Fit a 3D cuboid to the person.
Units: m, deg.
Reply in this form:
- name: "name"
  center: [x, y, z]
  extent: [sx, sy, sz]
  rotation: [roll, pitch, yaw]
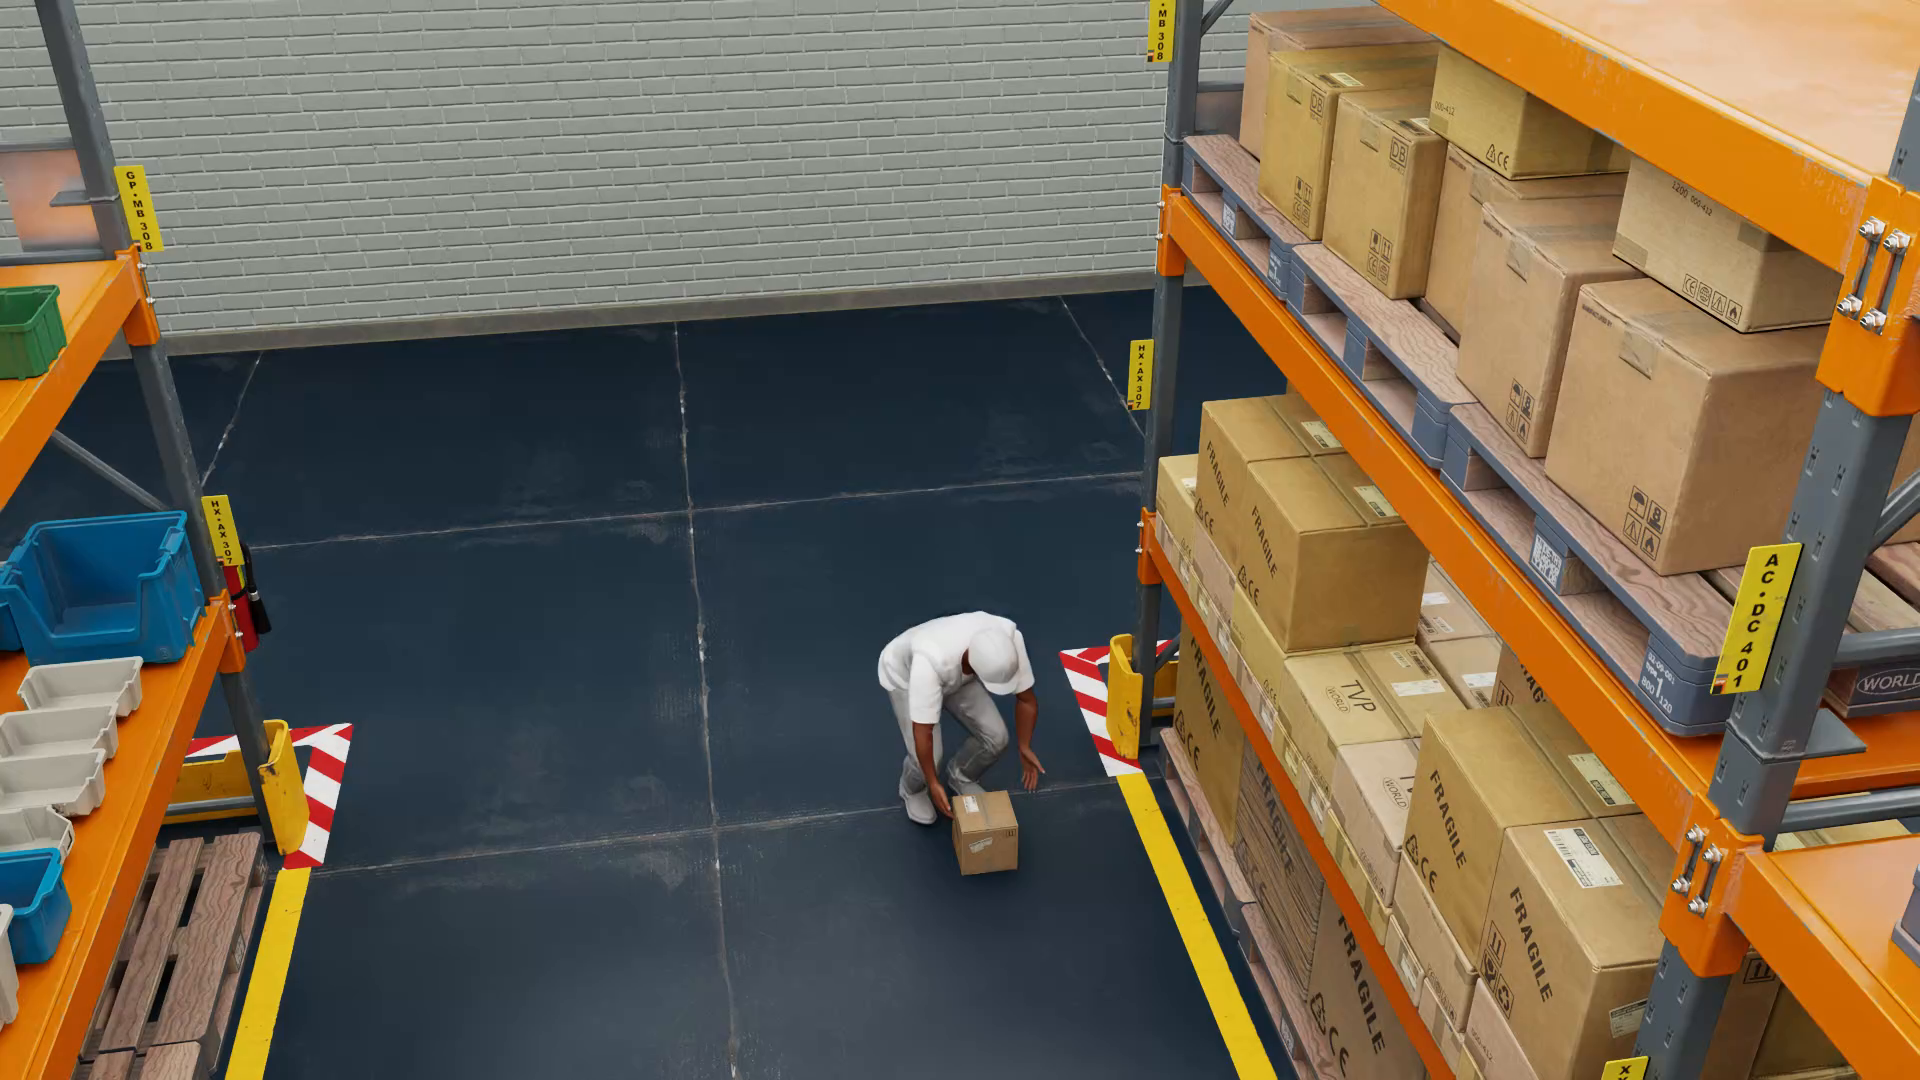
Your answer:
- name: "person"
  center: [-0.002, 0.742, 7.447]
  extent: [0.615, 1.167, 0.855]
  rotation: [-14, 33, -22]
